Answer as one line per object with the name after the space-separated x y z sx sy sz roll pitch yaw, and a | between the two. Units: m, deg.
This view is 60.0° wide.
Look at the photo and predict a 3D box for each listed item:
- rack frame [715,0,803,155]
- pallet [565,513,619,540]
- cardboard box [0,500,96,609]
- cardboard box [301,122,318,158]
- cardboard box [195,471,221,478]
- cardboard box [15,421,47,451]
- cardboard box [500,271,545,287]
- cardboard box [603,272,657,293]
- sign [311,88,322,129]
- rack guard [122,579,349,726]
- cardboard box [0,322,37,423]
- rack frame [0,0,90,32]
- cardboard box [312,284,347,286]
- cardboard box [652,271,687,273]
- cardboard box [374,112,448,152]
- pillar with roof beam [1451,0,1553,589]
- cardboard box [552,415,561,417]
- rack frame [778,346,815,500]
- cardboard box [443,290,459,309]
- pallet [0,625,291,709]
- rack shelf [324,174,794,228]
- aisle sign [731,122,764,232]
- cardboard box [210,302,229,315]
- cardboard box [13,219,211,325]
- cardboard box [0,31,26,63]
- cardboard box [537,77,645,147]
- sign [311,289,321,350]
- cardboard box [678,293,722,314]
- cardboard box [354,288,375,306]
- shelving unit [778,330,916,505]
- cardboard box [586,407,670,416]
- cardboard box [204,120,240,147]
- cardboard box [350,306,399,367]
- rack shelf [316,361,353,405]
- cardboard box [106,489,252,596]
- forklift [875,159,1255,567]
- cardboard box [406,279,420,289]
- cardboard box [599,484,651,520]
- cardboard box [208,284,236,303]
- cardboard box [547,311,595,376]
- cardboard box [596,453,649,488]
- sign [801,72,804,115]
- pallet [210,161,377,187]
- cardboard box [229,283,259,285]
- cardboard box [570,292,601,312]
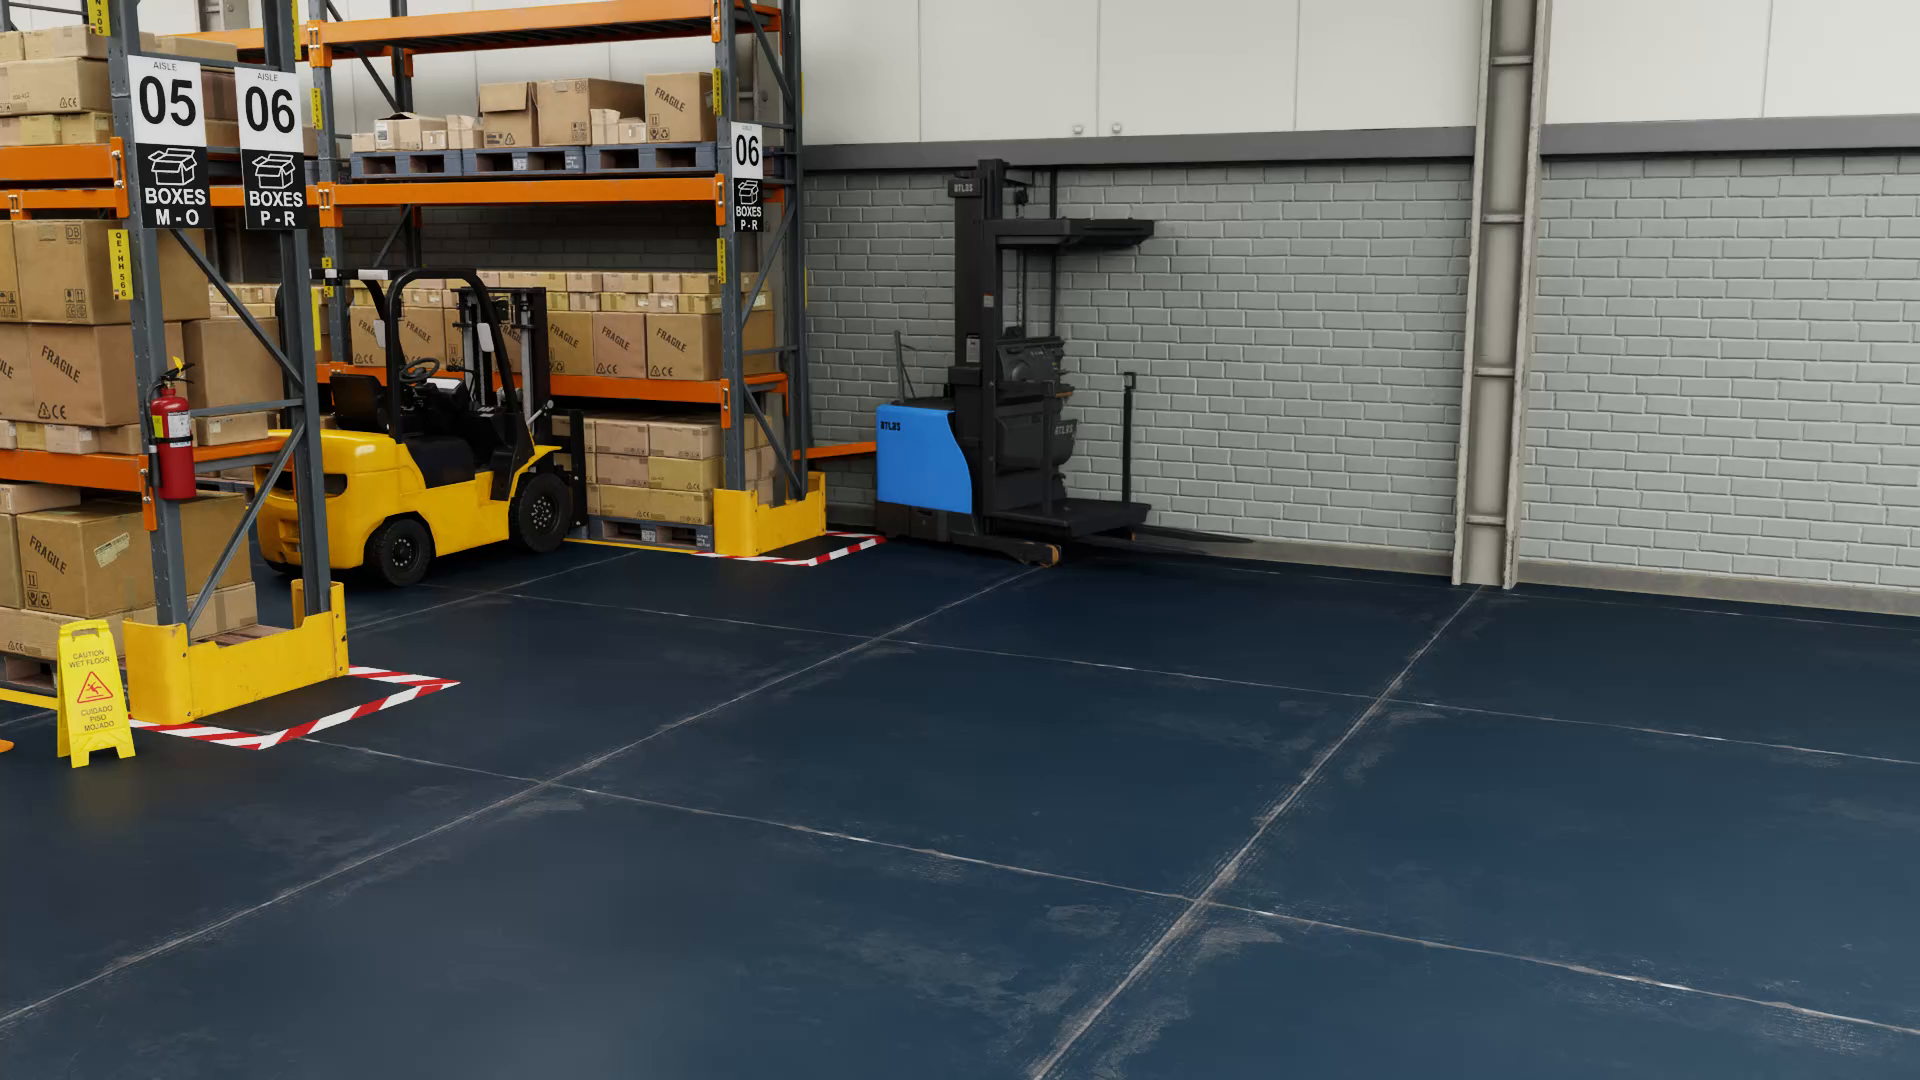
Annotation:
-1.500 -4.405 12.301 0.127 3.000 1.000 5 11 26 | rack frame
-3.294 -0.231 13.912 1.213 0.211 1.003 5 11 26 | pallet
-4.996 0.056 8.937 0.500 0.500 0.500 6 12 28 | cardboard box
-5.844 -3.474 14.371 0.500 0.311 0.500 5 11 24 | cardboard box
-6.928 -0.967 15.638 0.625 0.625 0.875 5 11 23 | cardboard box
-4.620 -0.557 8.592 0.250 0.149 0.380 5 11 25 | cardboard box
-3.511 -2.105 13.499 0.250 0.149 0.380 5 11 26 | cardboard box
-2.587 -2.024 13.056 0.250 0.149 0.380 5 11 26 | cardboard box
-5.319 -3.566 13.752 0.005 0.325 0.100 5 11 26 | sign
-3.761 0.564 8.709 0.348 0.500 1.175 5 11 26 | rack guard
-4.749 -0.894 8.633 0.500 0.500 0.500 5 11 26 | cardboard box
-8.674 -5.035 15.784 0.127 3.000 1.000 5 11 26 | rack frame
-5.749 -2.248 15.125 0.250 0.149 0.380 5 11 26 | cardboard box
-2.385 -2.095 13.443 0.250 0.149 0.380 5 11 26 | cardboard box
-4.449 -3.352 13.694 0.500 0.311 0.500 5 12 27 | cardboard box
1.750 -3.443 6.988 0.400 9.000 9.100 5 11 26 | pillar with roof beam
-3.420 -0.904 13.534 0.500 0.250 0.500 5 11 25 | cardboard box
-1.319 -0.822 13.654 0.032 1.500 0.500 -5 -1 19 | rack frame
-4.016 -1.981 13.650 0.250 0.149 0.380 5 11 25 | cardboard box
-4.474 0.637 9.119 1.213 0.211 1.003 5 11 26 | pallet
-3.294 -2.732 13.503 4.000 0.370 1.077 5 11 26 | rack shelf
-1.571 -2.680 12.316 0.004 0.787 0.394 5 11 26 | aisle sign
-6.561 -2.019 14.979 0.500 0.250 0.500 5 12 27 | cardboard box
-4.248 -1.353 8.358 0.500 0.500 0.700 5 11 24 | cardboard box
-4.578 -2.428 8.265 0.250 0.149 0.380 5 11 25 | cardboard box
-2.879 -3.327 13.024 0.500 0.500 0.700 5 11 26 | cardboard box
-3.453 -1.172 8.855 0.005 0.325 0.100 5 11 26 | sign
-1.935 -1.804 12.672 0.250 0.149 0.380 5 11 27 | cardboard box
-4.918 -2.069 14.139 0.250 0.149 0.380 5 11 25 | cardboard box
-0.849 -0.862 13.489 1.083 1.500 0.587 -5 -1 19 | shelving unit
-2.741 -0.946 13.771 0.500 0.250 0.500 5 11 25 | cardboard box
-3.847 -2.090 8.639 0.250 0.149 0.380 5 11 26 | cardboard box
-4.805 -1.741 14.144 0.500 0.500 0.500 5 11 24 | cardboard box
-6.881 -1.572 15.511 4.000 0.370 1.077 5 11 26 | rack shelf
-4.316 0.008 9.199 0.500 0.500 0.500 5 11 24 | cardboard box
0.759 -1.348 12.447 3.031 2.935 1.130 9 14 41 | forklift
-4.426 -2.185 13.945 0.250 0.149 0.380 5 11 25 | cardboard box
-2.503 -0.334 13.193 0.500 0.250 0.500 5 11 26 | cardboard box
-6.651 -2.224 14.993 0.250 0.149 0.380 5 11 26 | cardboard box
-2.979 -1.582 13.265 0.500 0.500 0.500 5 11 25 | cardboard box
-2.520 -0.582 13.162 0.500 0.250 0.500 5 11 25 | cardboard box
-1.249 -3.486 12.970 0.005 0.325 0.100 5 11 26 | sign
-5.884 -3.217 14.699 1.217 0.209 0.805 5 11 24 | pallet
-6.654 -2.326 15.557 0.250 0.149 0.380 5 11 26 | cardboard box
-2.861 -1.884 13.116 0.250 0.149 0.380 5 11 24 | cardboard box
